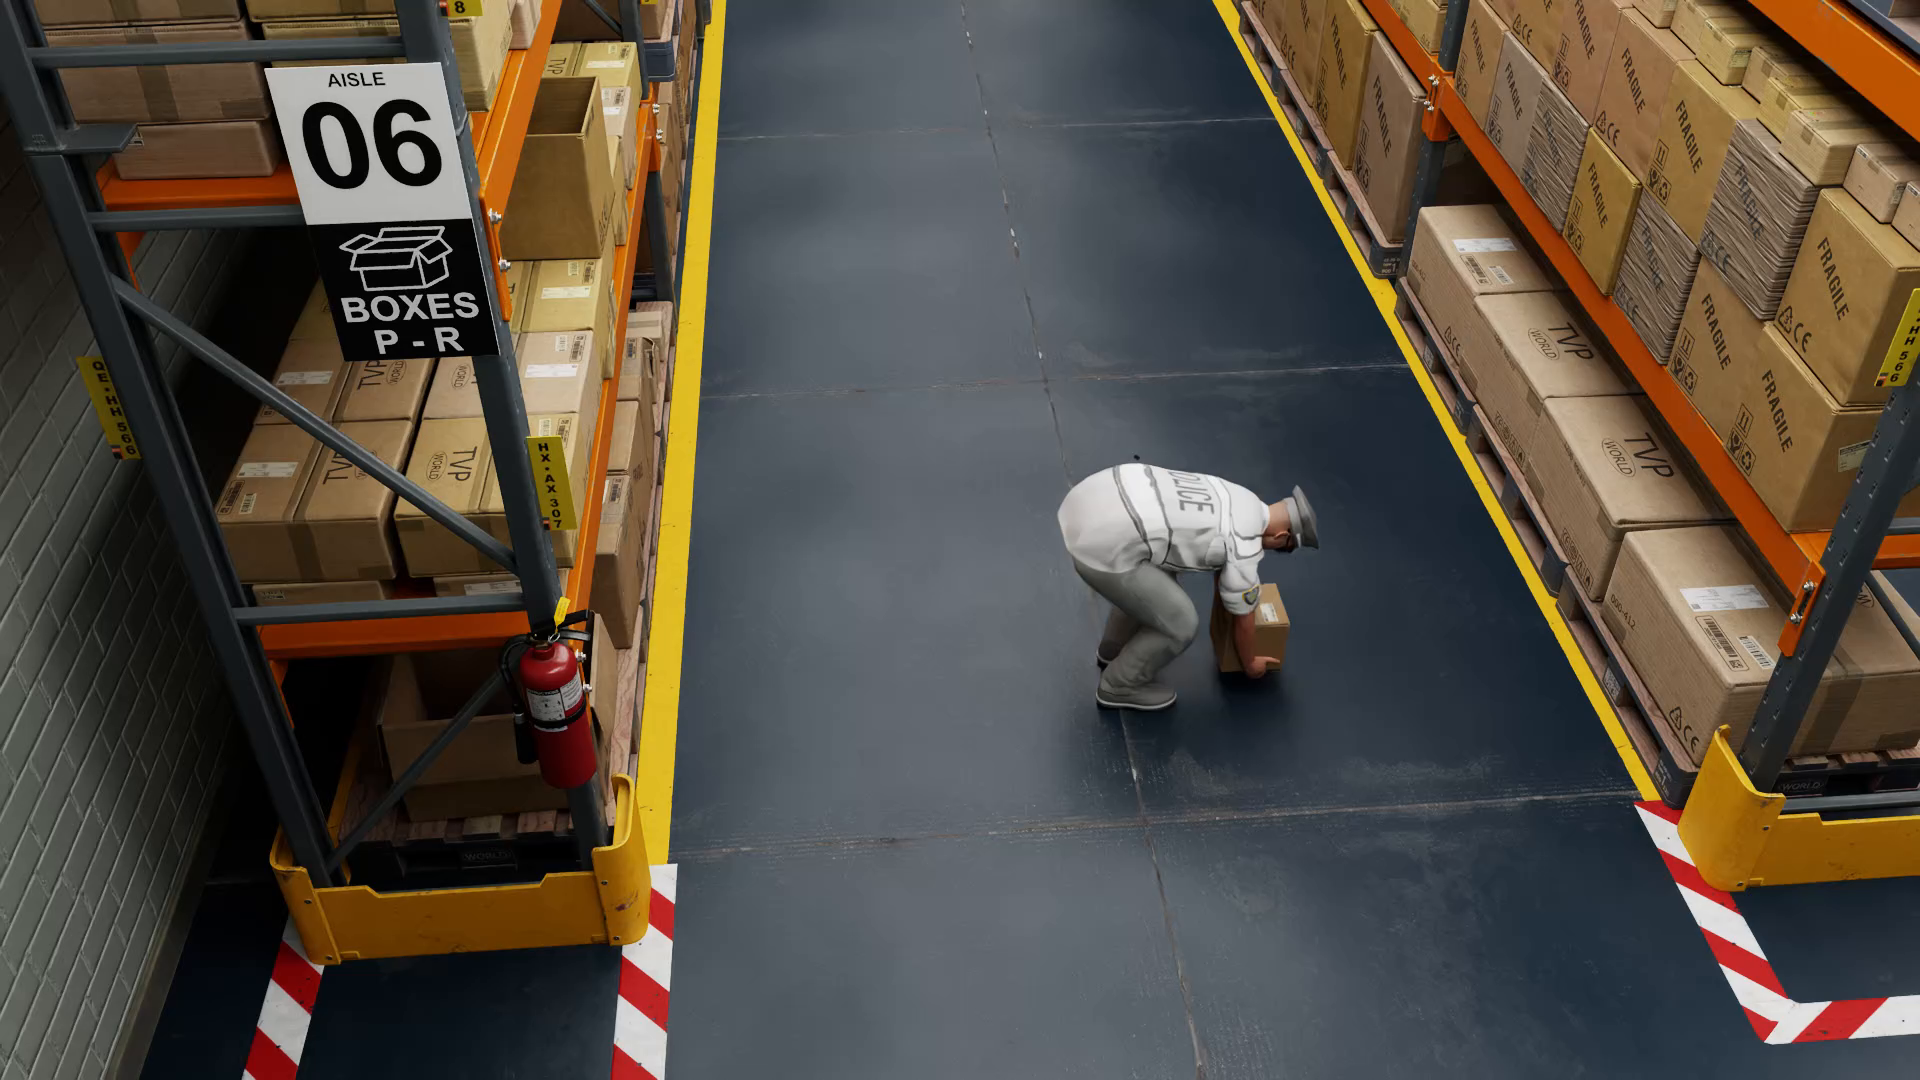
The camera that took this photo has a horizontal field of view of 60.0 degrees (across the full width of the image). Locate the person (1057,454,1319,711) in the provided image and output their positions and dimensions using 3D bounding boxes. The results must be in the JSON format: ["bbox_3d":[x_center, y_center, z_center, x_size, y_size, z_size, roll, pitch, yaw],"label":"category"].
[{"bbox_3d":[0.894,0.157,6.538,1.030,1.020,0.515,-5,39,-6],"label":"person"}]
